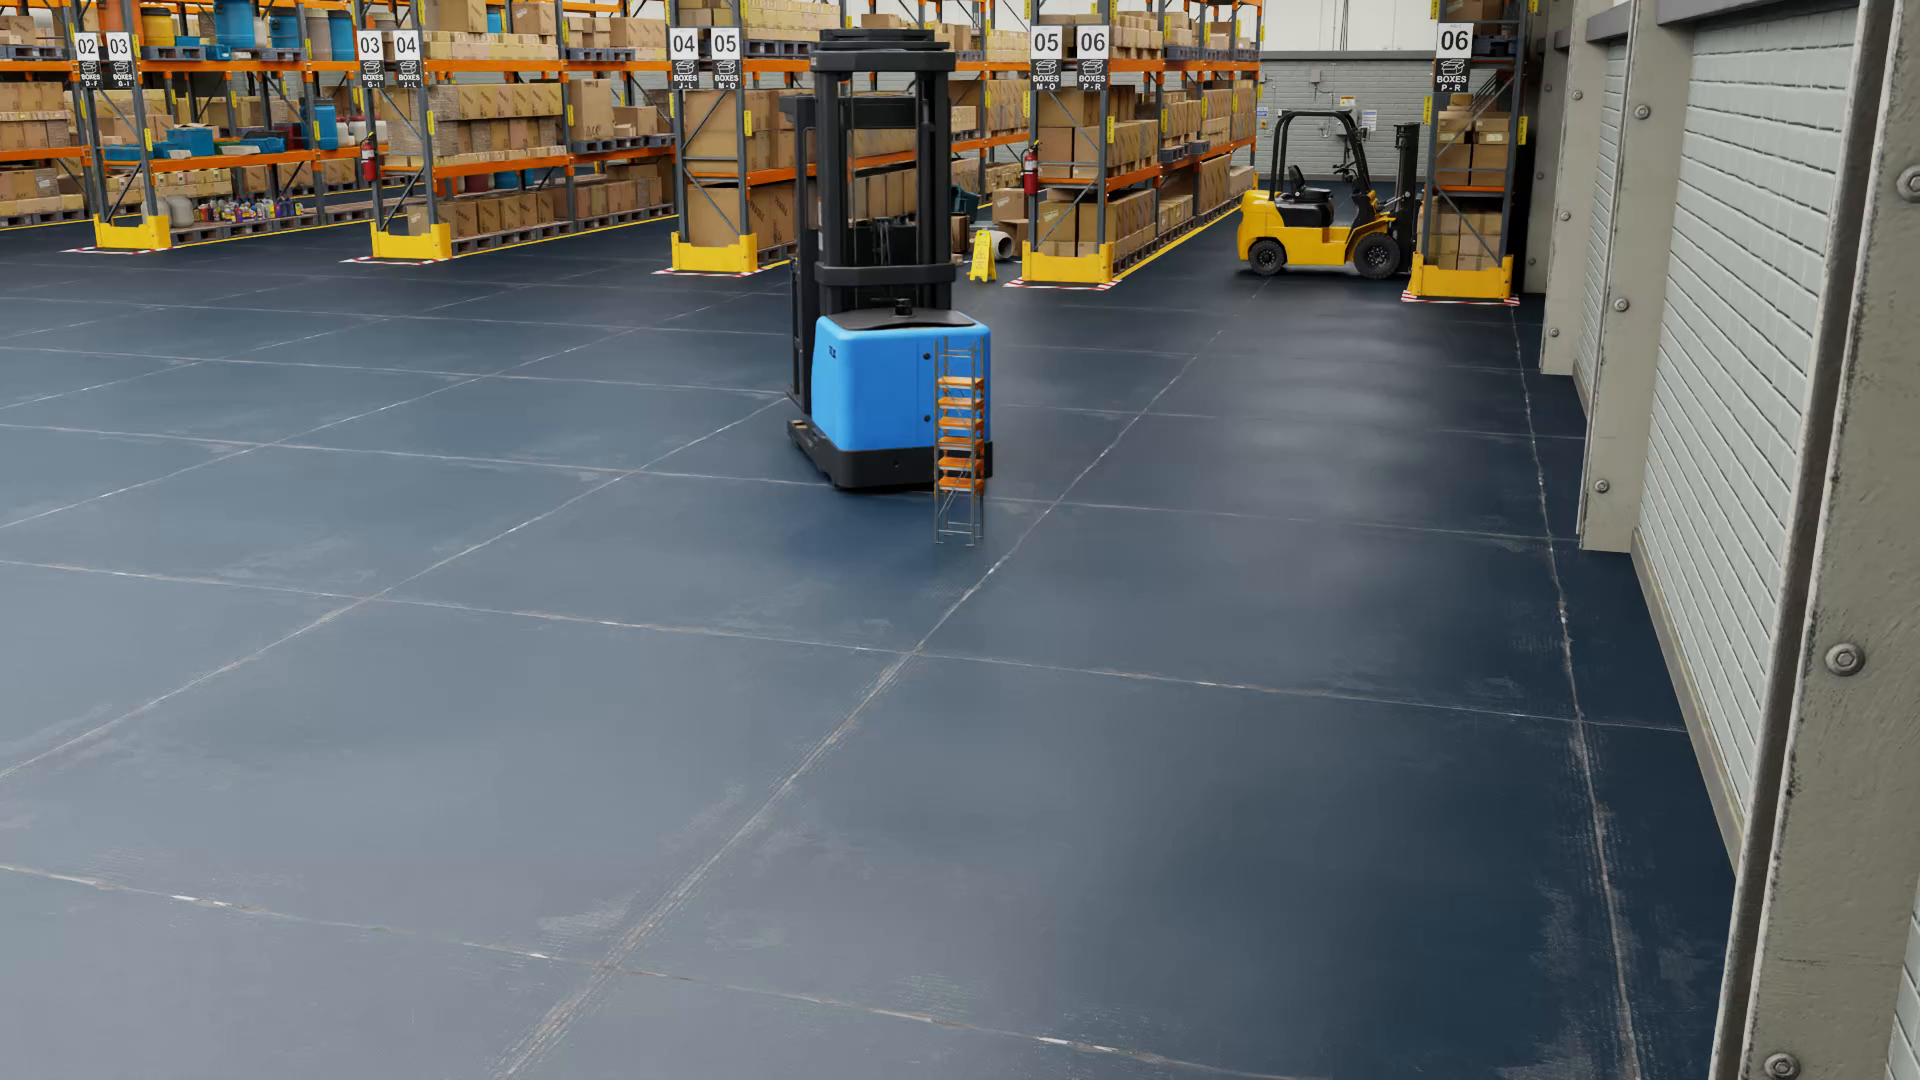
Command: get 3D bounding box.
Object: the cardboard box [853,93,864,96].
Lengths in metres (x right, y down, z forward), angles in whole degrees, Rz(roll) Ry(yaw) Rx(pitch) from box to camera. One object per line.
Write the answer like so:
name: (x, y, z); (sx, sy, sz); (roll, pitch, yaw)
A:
cardboard box: (-1.970, -7.040, 27.135); (0.700, 0.500, 0.500); (4, 16, 15)

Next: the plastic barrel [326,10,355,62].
plastic barrel: (-11.417, -9.217, 30.412); (0.600, 0.901, 0.708); (5, 16, 16)

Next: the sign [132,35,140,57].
sign: (-12.336, -7.398, 24.900); (0.100, 0.325, 0.005); (5, 16, 16)

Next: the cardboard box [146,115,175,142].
cardboard box: (-15.798, -8.080, 32.636); (0.500, 0.500, 0.500); (4, 16, 13)

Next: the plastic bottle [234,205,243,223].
plastic bottle: (-11.966, -5.407, 27.566); (0.061, 0.283, 0.133); (5, 17, 17)

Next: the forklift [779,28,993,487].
forklift: (-0.663, -2.112, 11.903); (1.130, 2.935, 3.031); (-4, 16, -15)

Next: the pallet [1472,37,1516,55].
pallet: (6.719, -6.361, 21.424); (1.003, 0.211, 1.213); (5, 16, 16)

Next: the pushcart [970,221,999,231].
pushcart: (0.325, -4.790, 26.026); (1.648, 0.377, 0.936); (-1, 16, -3)

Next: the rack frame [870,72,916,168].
rack frame: (-1.113, -7.292, 30.040); (1.000, 3.000, 0.127); (5, 16, 16)

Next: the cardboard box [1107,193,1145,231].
cardboard box: (2.327, -4.686, 23.747); (0.500, 0.500, 0.500); (6, 17, 19)

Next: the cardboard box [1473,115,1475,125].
cardboard box: (8.523, -6.810, 26.969); (0.380, 0.149, 0.250); (5, 17, 18)

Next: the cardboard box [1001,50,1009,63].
cardboard box: (0.709, -10.076, 34.636); (0.500, 0.250, 0.500); (5, 17, 18)

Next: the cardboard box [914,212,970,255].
cardboard box: (-0.282, -4.607, 24.901); (0.797, 0.637, 0.503); (5, 16, 16)

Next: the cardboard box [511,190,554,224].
cardboard box: (-7.129, -5.554, 27.726); (0.500, 0.500, 0.500); (4, 16, 14)

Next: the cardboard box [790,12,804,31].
cardboard box: (-2.574, -7.466, 23.933); (0.500, 0.250, 0.500); (5, 16, 16)

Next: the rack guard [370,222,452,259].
rack guard: (-8.092, -4.427, 24.522); (1.175, 0.500, 0.348); (5, 16, 16)

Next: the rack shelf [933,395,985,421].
rack shelf: (-0.004, -0.762, 9.599); (0.258, 0.103, 0.180); (5, 16, 16)

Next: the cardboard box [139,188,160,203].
cardboard box: (-15.830, -6.660, 32.084); (0.500, 0.250, 0.500); (4, 16, 14)

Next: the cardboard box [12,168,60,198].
cardboard box: (-16.549, -6.397, 29.782); (0.500, 0.500, 0.500); (5, 16, 16)

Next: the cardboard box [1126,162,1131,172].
cardboard box: (2.173, -5.197, 23.116); (0.380, 0.149, 0.250); (4, 16, 14)

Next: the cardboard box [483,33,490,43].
cardboard box: (-7.385, -7.633, 25.291); (0.380, 0.149, 0.250); (4, 16, 15)

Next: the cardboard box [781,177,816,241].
cardboard box: (-2.748, -5.030, 25.190); (0.875, 0.875, 0.875); (5, 17, 16)

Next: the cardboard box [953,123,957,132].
cardboard box: (-0.267, -7.959, 32.084); (0.380, 0.149, 0.250); (5, 17, 18)

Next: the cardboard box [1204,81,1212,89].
cardboard box: (4.760, -8.988, 32.816); (0.380, 0.149, 0.250); (5, 17, 17)

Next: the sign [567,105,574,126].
sign: (-6.454, -7.033, 27.541); (0.100, 0.325, 0.005); (5, 16, 16)

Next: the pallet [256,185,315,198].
pallet: (-14.740, -7.641, 36.382); (1.003, 0.211, 1.213); (5, 16, 16)

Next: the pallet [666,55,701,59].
pallet: (-5.708, -9.228, 31.715); (1.213, 0.211, 1.003); (5, 17, 18)

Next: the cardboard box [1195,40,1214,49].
cardboard box: (4.405, -9.007, 30.250); (0.380, 0.166, 0.250); (6, 17, 21)

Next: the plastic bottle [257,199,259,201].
plastic bottle: (-12.302, -5.806, 28.986); (0.152, 0.276, 0.135); (5, 17, 18)

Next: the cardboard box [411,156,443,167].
cardboard box: (-7.804, -5.545, 24.343); (0.380, 0.149, 0.250); (5, 16, 16)

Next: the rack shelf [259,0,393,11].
rack shelf: (-11.157, -9.911, 30.333); (1.077, 0.370, 4.000); (5, 16, 16)

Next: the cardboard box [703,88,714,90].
cardboard box: (-5.244, -8.770, 33.230); (0.797, 0.503, 0.637); (5, 17, 18)

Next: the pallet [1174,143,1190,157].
pallet: (3.138, -6.321, 26.969); (1.003, 0.211, 1.213); (5, 16, 16)

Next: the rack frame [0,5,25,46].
rack frame: (-20.087, -11.741, 34.734); (1.000, 3.000, 0.127); (5, 16, 16)

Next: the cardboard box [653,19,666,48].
cardboard box: (-5.736, -9.290, 30.490); (0.500, 0.500, 0.500); (5, 17, 17)

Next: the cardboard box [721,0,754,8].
cardboard box: (-2.987, -7.217, 22.327); (0.380, 0.149, 0.250); (5, 17, 16)

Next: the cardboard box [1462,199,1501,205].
cardboard box: (7.044, -4.455, 22.477); (0.500, 0.250, 0.500); (5, 17, 16)

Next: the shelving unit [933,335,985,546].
shelving unit: (-0.004, -0.573, 9.652); (0.258, 1.200, 0.189); (5, 16, 16)

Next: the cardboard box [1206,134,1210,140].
cardboard box: (4.171, -7.106, 29.662); (0.500, 0.250, 0.500); (4, 16, 14)

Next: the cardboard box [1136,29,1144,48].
cardboard box: (2.226, -6.867, 22.775); (0.500, 0.250, 0.500); (5, 17, 17)

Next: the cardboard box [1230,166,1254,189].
cardboard box: (5.843, -7.816, 35.816); (0.875, 0.438, 0.875); (4, 16, 14)

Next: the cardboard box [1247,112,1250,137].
cardboard box: (5.758, -8.663, 34.693); (0.500, 0.500, 0.500); (5, 17, 17)

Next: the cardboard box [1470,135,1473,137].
cardboard box: (6.776, -5.319, 22.901); (0.500, 0.500, 0.500); (5, 17, 17)

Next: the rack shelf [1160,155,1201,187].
rack shelf: (3.093, -6.065, 27.034); (1.077, 0.370, 4.000); (5, 16, 16)

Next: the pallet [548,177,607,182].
pallet: (-8.935, -8.308, 38.732); (1.003, 0.211, 1.213); (5, 16, 16)

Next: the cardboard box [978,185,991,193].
cardboard box: (0.435, -7.239, 34.310); (0.380, 0.149, 0.250); (4, 16, 13)

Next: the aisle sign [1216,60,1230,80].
aisle sign: (5.677, -10.319, 35.950); (0.394, 0.787, 0.004); (5, 16, 16)

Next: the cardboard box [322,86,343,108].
cardboard box: (-14.304, -10.200, 38.278); (0.500, 0.500, 0.500); (5, 17, 16)

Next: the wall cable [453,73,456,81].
wall cable: (-15.864, -13.793, 47.656); (3.097, 2.526, 0.112); (5, 16, 16)

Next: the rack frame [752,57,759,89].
rack frame: (-4.703, -8.749, 35.179); (1.000, 3.000, 0.127); (5, 16, 16)

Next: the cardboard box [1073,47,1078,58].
cardboard box: (1.369, -6.413, 21.906); (0.380, 0.149, 0.250); (5, 17, 18)
